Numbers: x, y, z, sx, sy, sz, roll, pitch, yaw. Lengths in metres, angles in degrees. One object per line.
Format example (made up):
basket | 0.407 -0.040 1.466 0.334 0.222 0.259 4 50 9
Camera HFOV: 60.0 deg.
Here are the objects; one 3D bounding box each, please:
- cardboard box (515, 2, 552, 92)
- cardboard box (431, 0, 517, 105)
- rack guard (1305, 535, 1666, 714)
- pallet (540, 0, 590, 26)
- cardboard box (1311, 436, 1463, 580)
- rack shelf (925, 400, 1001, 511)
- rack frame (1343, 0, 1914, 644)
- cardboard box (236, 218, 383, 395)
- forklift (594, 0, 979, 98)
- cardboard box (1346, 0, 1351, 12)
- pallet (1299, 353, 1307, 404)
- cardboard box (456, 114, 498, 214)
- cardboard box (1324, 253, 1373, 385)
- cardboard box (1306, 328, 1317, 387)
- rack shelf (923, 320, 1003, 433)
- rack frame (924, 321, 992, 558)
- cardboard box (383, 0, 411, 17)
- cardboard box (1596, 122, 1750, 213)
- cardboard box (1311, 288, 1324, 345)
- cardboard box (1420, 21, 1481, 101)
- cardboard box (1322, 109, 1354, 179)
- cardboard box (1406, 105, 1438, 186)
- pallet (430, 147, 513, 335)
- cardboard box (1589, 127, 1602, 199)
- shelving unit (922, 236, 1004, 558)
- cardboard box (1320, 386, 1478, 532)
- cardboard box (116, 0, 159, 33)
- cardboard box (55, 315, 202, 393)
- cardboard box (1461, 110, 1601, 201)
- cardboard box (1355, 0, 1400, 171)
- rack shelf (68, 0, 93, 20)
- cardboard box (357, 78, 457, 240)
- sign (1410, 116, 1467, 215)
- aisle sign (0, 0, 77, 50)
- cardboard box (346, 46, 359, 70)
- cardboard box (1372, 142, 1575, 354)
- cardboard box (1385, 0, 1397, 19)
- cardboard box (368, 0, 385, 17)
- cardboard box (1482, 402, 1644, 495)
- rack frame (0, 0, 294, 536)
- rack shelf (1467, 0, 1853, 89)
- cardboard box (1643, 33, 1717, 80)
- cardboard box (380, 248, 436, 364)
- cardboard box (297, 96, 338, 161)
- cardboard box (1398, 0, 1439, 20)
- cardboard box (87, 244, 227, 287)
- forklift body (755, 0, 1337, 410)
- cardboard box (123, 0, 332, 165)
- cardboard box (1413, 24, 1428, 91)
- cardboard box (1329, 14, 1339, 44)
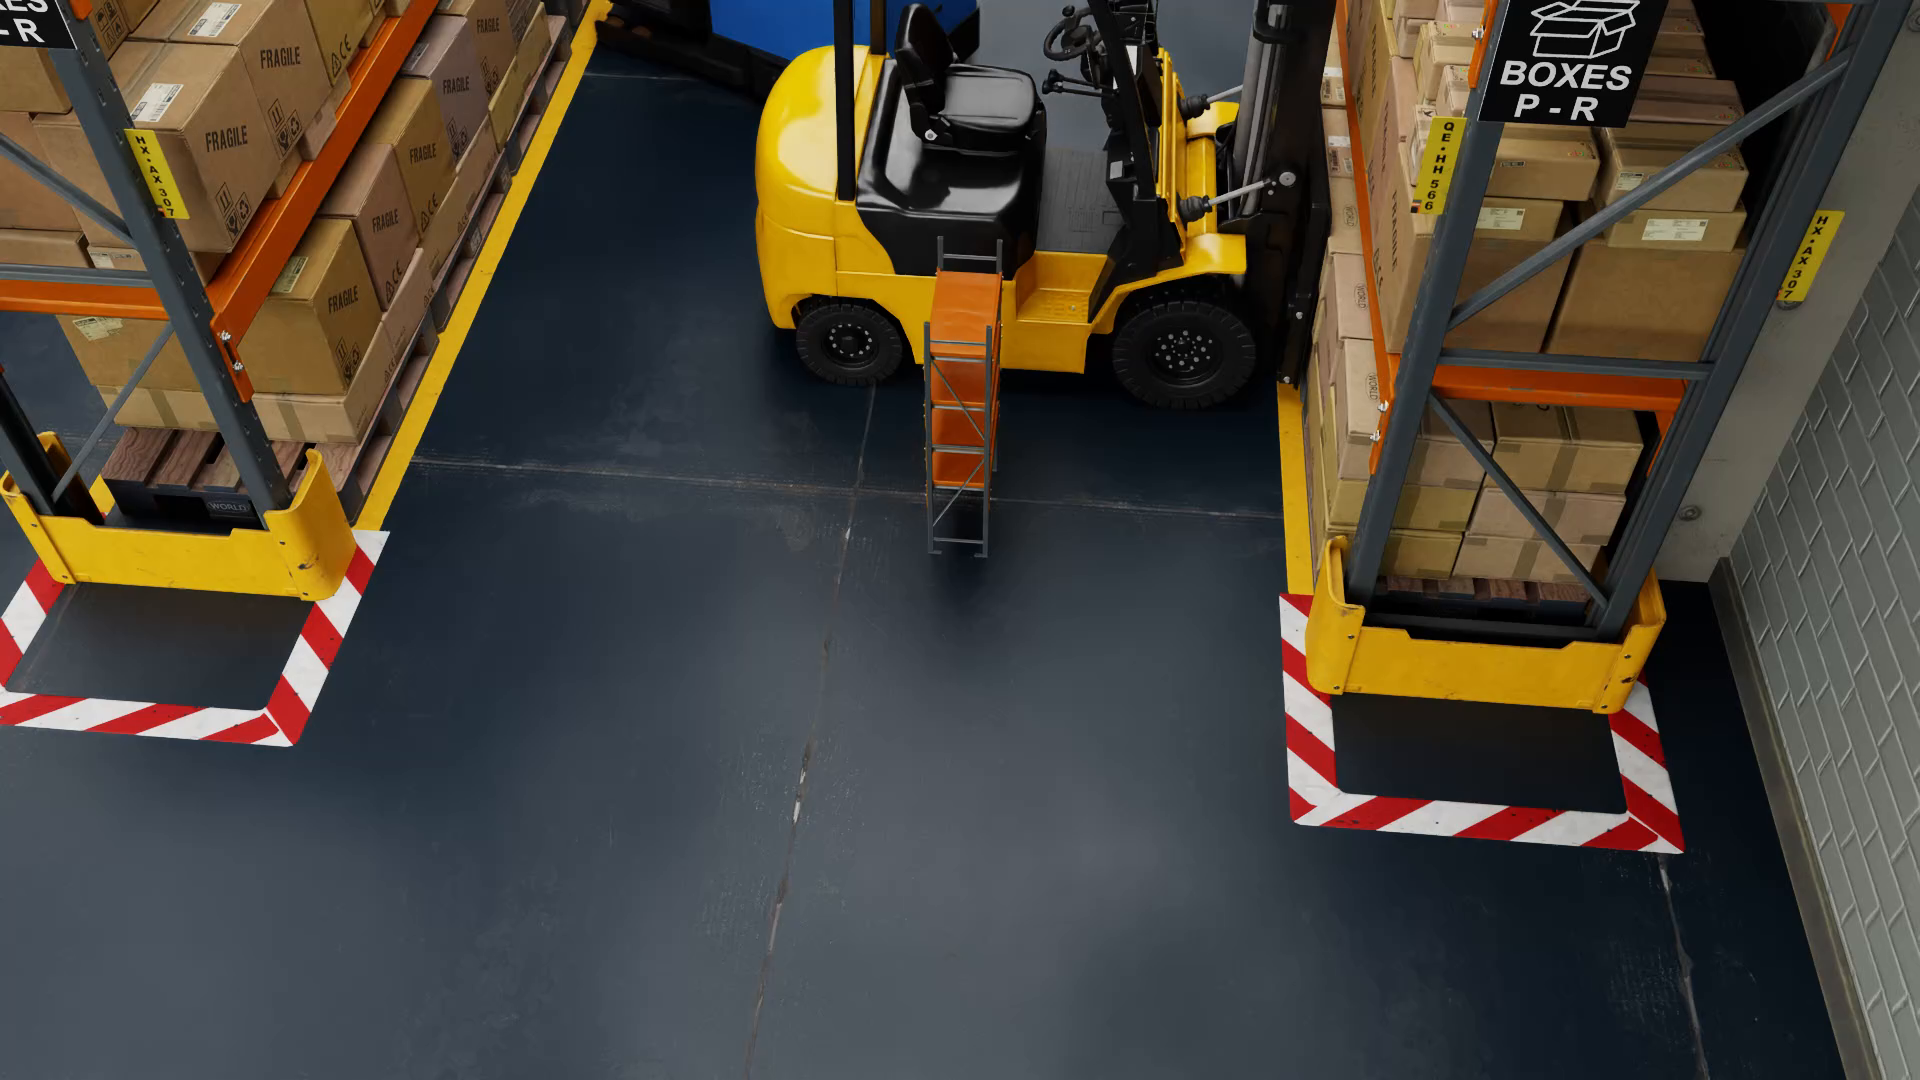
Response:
cardboard box | -2.459 -2.579 8.655 0.500 0.250 0.500 6 48 5
cardboard box | -2.504 -2.458 8.036 0.500 0.500 0.500 5 48 4
rack guard | 1.904 0.314 6.124 1.175 0.500 0.348 4 48 4
pallet | -2.603 -3.449 9.762 1.003 0.211 1.213 4 48 4
cardboard box | 1.634 -0.128 6.413 0.500 0.250 0.500 4 48 4
rack shelf | 0.015 -0.347 6.615 0.258 0.148 0.480 4 48 4
rack frame | 1.906 -0.548 5.218 1.000 3.000 0.127 4 48 4
cardboard box | -2.687 -0.937 6.645 0.500 0.500 0.500 2 48 2
forklift | -1.417 -3.952 8.378 3.031 2.935 1.130 25 52 21
cardboard box | 1.894 -2.456 6.896 0.500 0.500 0.500 3 48 3
pallet | 2.048 -1.065 7.581 1.003 0.211 1.213 4 48 4
cardboard box | -2.549 -1.814 7.955 0.500 0.250 0.500 5 48 4
cardboard box | 1.678 -0.834 6.381 0.500 0.250 0.500 5 48 4
cardboard box | 1.743 -0.860 7.082 0.500 0.250 0.500 4 48 4
rack shelf | 0.015 -0.632 6.303 0.258 0.148 0.480 4 48 4
rack frame | -0.007 -0.347 6.255 0.240 1.200 0.015 4 48 4
cardboard box | -2.528 -2.352 7.039 0.380 0.149 0.250 4 48 4
cardboard box | 2.149 -1.133 5.045 0.380 0.149 0.250 3 48 3
cardboard box | 1.722 -1.057 6.924 0.500 0.250 0.500 3 48 3
cardboard box | 1.717 -1.556 5.431 0.380 0.149 0.250 5 48 4
cardboard box | 1.768 -1.577 7.061 0.500 0.250 0.500 3 48 3
cardboard box | 1.652 -1.264 5.366 0.380 0.149 0.250 5 48 4
pallet | -2.808 -1.482 7.962 1.003 0.211 1.213 4 48 4
cardboard box | 2.154 -1.218 5.324 0.380 0.149 0.250 4 48 4
shelving unit | 0.015 -0.527 6.419 0.258 1.200 0.503 4 48 4
cardboard box | 1.639 -0.309 6.240 0.500 0.250 0.500 3 48 3
cardboard box | -3.155 -2.112 5.702 0.700 0.500 0.500 4 48 4
cardboard box | -3.224 -0.952 6.658 0.500 0.500 0.500 4 48 4
cardboard box | 1.729 -1.178 5.086 0.380 0.149 0.250 4 48 4
cardboard box | 1.792 -1.718 6.221 0.500 0.500 0.500 3 48 3
rack shelf | -2.855 -3.118 6.024 1.077 0.370 4.000 4 48 4
cardboard box | -2.590 -1.690 7.333 0.500 0.500 0.500 5 48 4
sign | 1.367 -1.065 4.746 0.100 0.325 0.005 4 48 4
aisle sign | -2.734 -1.690 4.501 0.394 0.787 0.004 4 48 4
cardboard box | -2.663 -1.980 6.698 0.380 0.149 0.250 5 48 5
cardboard box | 1.689 -0.961 5.528 0.500 0.500 0.500 3 48 3
cardboard box | 1.751 -2.018 6.056 0.380 0.149 0.250 4 48 4
cardboard box | -2.591 -2.472 6.709 0.500 0.500 0.500 3 48 3
cardboard box | 2.138 -0.439 6.020 0.500 0.250 0.500 3 48 3
rack frame | -3.037 -0.879 5.521 1.000 3.000 0.127 4 48 4
rack shelf | 2.088 -2.787 5.721 1.077 0.370 4.000 4 48 4
cardboard box | 2.217 -1.518 5.397 0.380 0.149 0.250 5 48 4
cardboard box | -2.635 -1.041 7.248 0.500 0.250 0.500 5 48 5
cardboard box | -2.618 -1.589 6.341 0.380 0.149 0.250 5 48 4
cardboard box | 1.727 -1.932 5.776 0.380 0.149 0.250 5 48 4
cardboard box | -2.800 -1.030 5.829 0.380 0.149 0.250 4 48 4
forklift body | 0.262 -1.777 6.918 2.313 2.155 1.214 4 48 4
cardboard box | -2.674 -1.723 6.024 0.500 0.500 0.500 5 48 5
cardboard box | 1.771 -1.632 5.702 0.380 0.149 0.250 4 48 3
cardboard box | 1.857 -2.329 7.748 0.500 0.250 0.500 4 48 4
